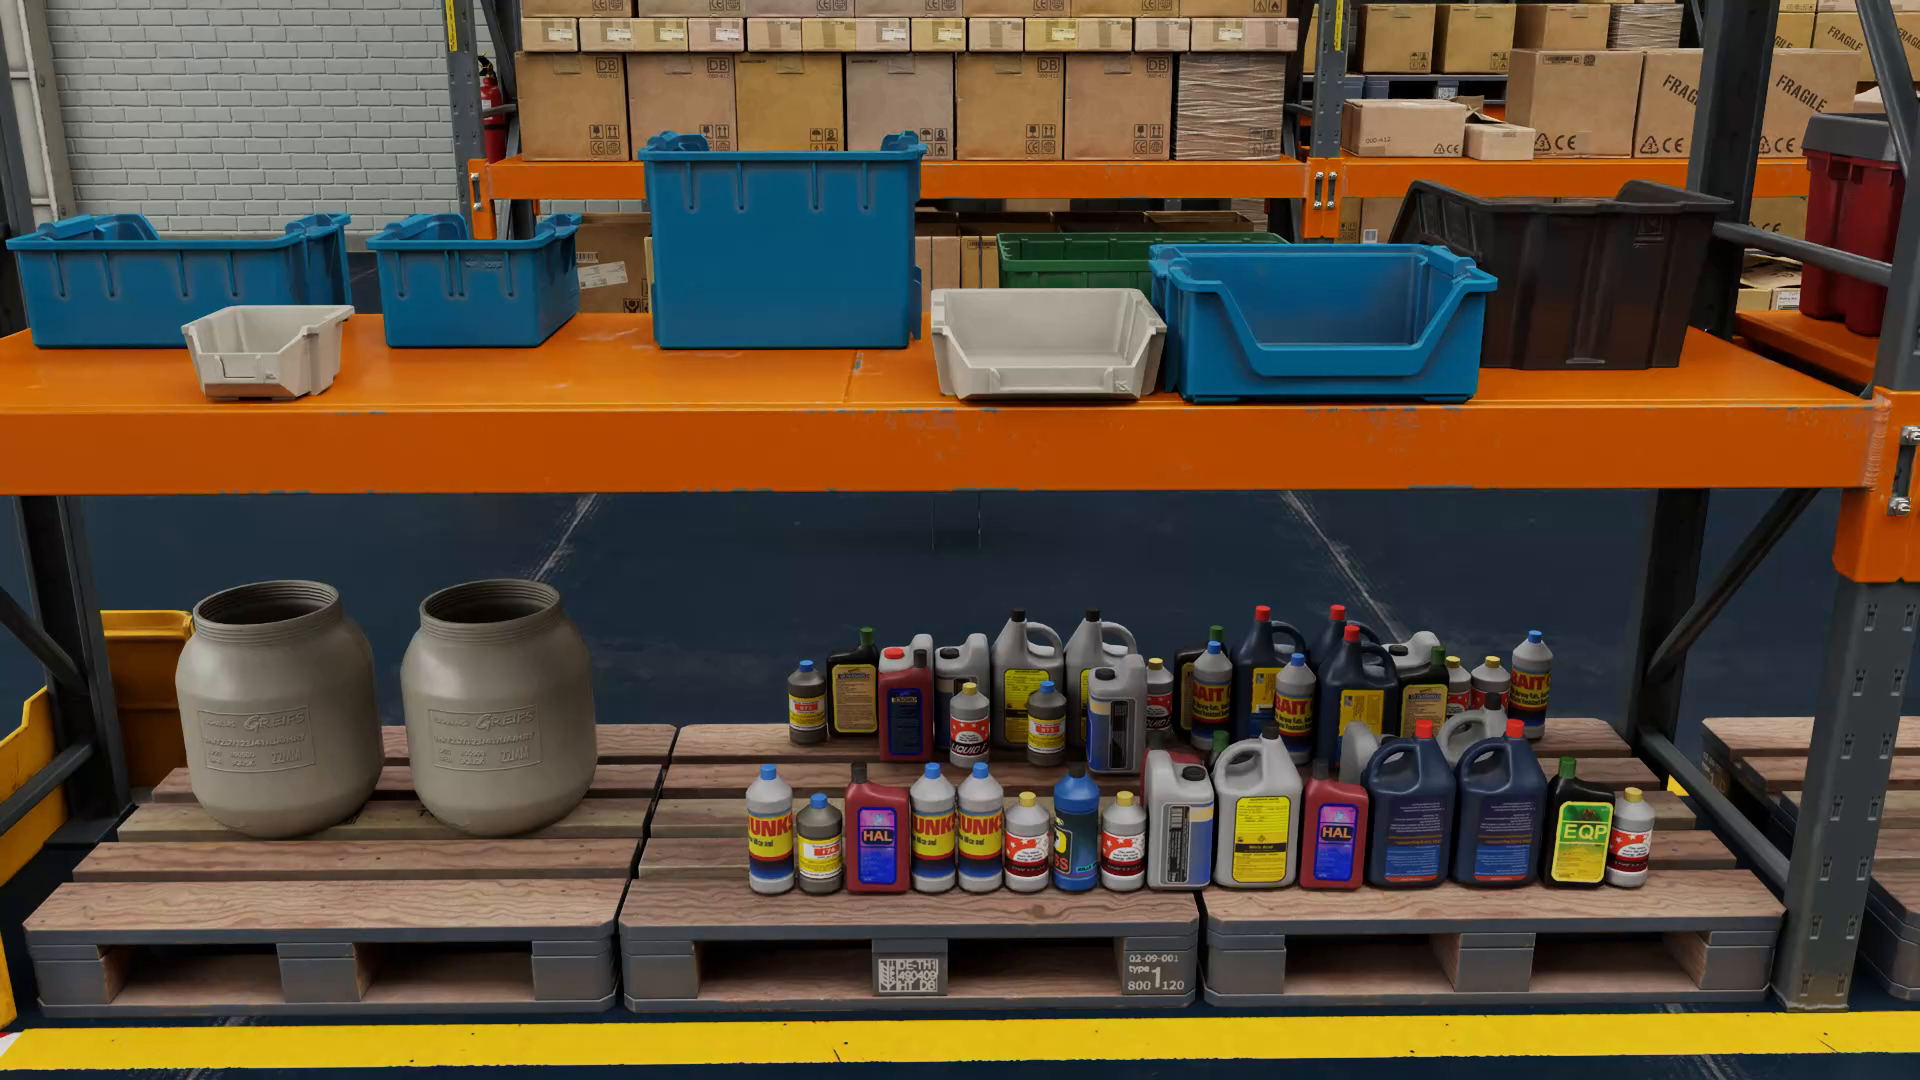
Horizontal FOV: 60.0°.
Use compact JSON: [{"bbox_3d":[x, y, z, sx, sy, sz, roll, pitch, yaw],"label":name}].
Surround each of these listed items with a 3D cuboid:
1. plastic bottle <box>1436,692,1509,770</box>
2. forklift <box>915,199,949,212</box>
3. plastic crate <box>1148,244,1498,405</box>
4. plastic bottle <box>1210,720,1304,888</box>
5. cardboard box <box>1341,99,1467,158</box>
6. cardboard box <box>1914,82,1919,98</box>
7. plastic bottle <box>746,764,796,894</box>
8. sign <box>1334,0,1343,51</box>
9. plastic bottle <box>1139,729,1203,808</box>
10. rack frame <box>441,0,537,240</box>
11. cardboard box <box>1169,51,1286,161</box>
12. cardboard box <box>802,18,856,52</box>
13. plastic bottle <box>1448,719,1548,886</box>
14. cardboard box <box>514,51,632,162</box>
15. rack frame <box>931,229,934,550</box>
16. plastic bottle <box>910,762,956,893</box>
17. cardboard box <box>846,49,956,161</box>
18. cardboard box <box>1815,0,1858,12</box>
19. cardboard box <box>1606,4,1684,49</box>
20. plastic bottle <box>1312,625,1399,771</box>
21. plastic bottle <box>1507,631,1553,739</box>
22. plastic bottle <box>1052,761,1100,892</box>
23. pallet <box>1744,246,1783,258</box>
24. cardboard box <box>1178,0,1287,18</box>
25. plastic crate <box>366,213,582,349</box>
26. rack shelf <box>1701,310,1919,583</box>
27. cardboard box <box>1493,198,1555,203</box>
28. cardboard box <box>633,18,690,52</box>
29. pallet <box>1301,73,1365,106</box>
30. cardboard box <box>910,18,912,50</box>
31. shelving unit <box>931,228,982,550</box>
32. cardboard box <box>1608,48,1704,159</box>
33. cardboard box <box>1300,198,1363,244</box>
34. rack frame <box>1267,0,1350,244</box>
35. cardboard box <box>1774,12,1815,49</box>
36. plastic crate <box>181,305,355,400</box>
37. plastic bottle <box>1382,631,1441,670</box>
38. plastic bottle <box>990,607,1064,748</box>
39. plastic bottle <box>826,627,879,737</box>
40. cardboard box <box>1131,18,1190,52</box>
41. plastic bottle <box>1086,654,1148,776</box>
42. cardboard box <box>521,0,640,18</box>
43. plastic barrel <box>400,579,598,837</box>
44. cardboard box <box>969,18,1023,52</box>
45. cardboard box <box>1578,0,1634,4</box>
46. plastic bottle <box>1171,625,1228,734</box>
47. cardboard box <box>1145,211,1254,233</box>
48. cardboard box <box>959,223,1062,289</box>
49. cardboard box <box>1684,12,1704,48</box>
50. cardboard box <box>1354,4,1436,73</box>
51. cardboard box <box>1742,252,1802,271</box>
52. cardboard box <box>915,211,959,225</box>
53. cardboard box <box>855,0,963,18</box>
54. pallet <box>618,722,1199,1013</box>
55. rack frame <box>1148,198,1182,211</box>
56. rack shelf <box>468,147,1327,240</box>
[{"bbox_3d":[1.140,0.505,3.678,0.185,0.351,0.144,0,18,-1],"label":"plastic bottle"},{"bbox_3d":[-0.381,-2.797,10.468,3.031,2.935,1.130,-1,18,-2],"label":"forklift"},{"bbox_3d":[0.680,-0.435,3.235,0.616,0.251,0.499,0,18,-1],"label":"plastic crate"},{"bbox_3d":[0.628,0.552,3.533,0.185,0.351,0.144,0,18,-1],"label":"plastic bottle"},{"bbox_3d":[2.199,-2.051,8.275,0.500,0.250,0.500,1,18,3],"label":"cardboard box"},{"bbox_3d":[7.244,-3.474,12.845,0.250,0.149,0.380,0,18,0],"label":"cardboard box"},{"bbox_3d":[-0.400,0.602,3.507,0.097,0.271,0.097,0,18,0],"label":"plastic bottle"},{"bbox_3d":[1.718,-2.387,7.531,0.005,0.325,0.100,0,18,-1],"label":"sign"},{"bbox_3d":[0.463,0.551,3.646,0.133,0.283,0.061,0,18,-1],"label":"plastic bottle"},{"bbox_3d":[-2.292,-2.087,8.143,0.127,3.000,1.000,0,18,-1],"label":"rack frame"},{"bbox_3d":[1.264,-2.150,8.175,0.500,0.500,0.700,-1,18,-2],"label":"cardboard box"},{"bbox_3d":[-0.609,-2.387,7.851,0.250,0.149,0.380,-1,18,-2],"label":"cardboard box"},{"bbox_3d":[1.142,0.549,3.541,0.185,0.351,0.144,-1,18,-2],"label":"plastic bottle"},{"bbox_3d":[-1.825,-2.133,8.123,0.500,0.500,0.700,0,18,-1],"label":"cardboard box"},{"bbox_3d":[-0.106,-0.571,6.363,0.006,1.200,0.240,0,18,-1],"label":"rack frame"},{"bbox_3d":[-0.057,0.600,3.512,0.097,0.271,0.097,0,18,0],"label":"plastic bottle"},{"bbox_3d":[-0.277,-2.141,8.149,0.500,0.500,0.700,0,18,1],"label":"cardboard box"},{"bbox_3d":[6.620,-4.121,12.572,0.500,0.250,0.500,-1,18,-2],"label":"cardboard box"},{"bbox_3d":[5.155,-3.890,12.881,0.500,0.500,0.700,-2,18,-7],"label":"cardboard box"},{"bbox_3d":[0.970,0.379,4.070,0.185,0.351,0.144,0,18,-1],"label":"plastic bottle"},{"bbox_3d":[1.456,0.364,4.249,0.097,0.271,0.097,0,18,0],"label":"plastic bottle"},{"bbox_3d":[0.245,0.599,3.517,0.097,0.271,0.097,0,18,0],"label":"plastic bottle"},{"bbox_3d":[6.414,-2.292,13.346,1.213,0.211,1.003,0,18,-1],"label":"pallet"},{"bbox_3d":[1.264,-2.768,7.977,0.500,0.500,0.700,0,18,-1],"label":"cardboard box"},{"bbox_3d":[-1.073,-0.599,3.747,0.408,0.251,0.499,0,18,-1],"label":"plastic crate"},{"bbox_3d":[3.782,-0.261,3.627,4.000,0.370,1.077,0,18,-1],"label":"rack shelf"},{"bbox_3d":[4.389,-2.672,13.337,0.500,0.500,0.700,0,18,-1],"label":"cardboard box"},{"bbox_3d":[-1.383,-2.383,7.839,0.250,0.149,0.380,0,18,-1],"label":"cardboard box"},{"bbox_3d":[2.392,-3.487,12.822,1.213,0.211,1.003,0,18,-1],"label":"pallet"},{"bbox_3d":[-0.362,-2.512,8.241,0.250,0.149,0.380,-1,18,-2],"label":"cardboard box"},{"bbox_3d":[-0.014,-0.571,6.364,0.189,1.200,0.258,0,18,-1],"label":"shelving unit"},{"bbox_3d":[3.503,-2.158,8.200,0.500,0.500,0.500,0,18,-1],"label":"cardboard box"},{"bbox_3d":[2.877,-2.665,13.317,0.500,0.500,0.700,-1,18,-2],"label":"cardboard box"},{"bbox_3d":[1.707,-2.106,8.203,0.127,3.000,1.000,0,18,-1],"label":"rack frame"},{"bbox_3d":[6.115,-3.762,12.680,0.500,0.500,0.500,0,18,1],"label":"cardboard box"},{"bbox_3d":[-1.318,-0.355,3.175,0.250,0.136,0.298,0,18,-1],"label":"plastic crate"},{"bbox_3d":[1.133,0.371,4.218,0.135,0.276,0.152,0,18,1],"label":"plastic bottle"},{"bbox_3d":[0.168,0.339,4.196,0.185,0.351,0.144,0,18,1],"label":"plastic bottle"},{"bbox_3d":[-0.272,0.361,4.239,0.133,0.283,0.061,0,18,0],"label":"plastic bottle"},{"bbox_3d":[0.930,-2.394,7.873,0.250,0.149,0.380,-1,18,-2],"label":"cardboard box"},{"bbox_3d":[0.382,0.419,4.069,0.135,0.276,0.152,0,18,-1],"label":"plastic bottle"},{"bbox_3d":[-1.772,-2.751,7.925,0.500,0.500,0.700,0,18,-1],"label":"cardboard box"},{"bbox_3d":[-1.060,0.381,3.833,0.421,0.512,0.421,0,18,0],"label":"plastic barrel"},{"bbox_3d":[0.169,-2.391,7.863,0.250,0.149,0.380,0,18,1],"label":"cardboard box"},{"bbox_3d":[4.959,-4.188,12.746,0.250,0.149,0.380,-3,18,-10],"label":"cardboard box"},{"bbox_3d":[0.614,0.356,4.252,0.133,0.283,0.061,1,18,2],"label":"plastic bottle"},{"bbox_3d":[1.239,-1.448,8.736,0.500,0.500,0.500,0,18,-1],"label":"cardboard box"},{"bbox_3d":[0.247,-1.283,8.222,0.500,0.500,0.500,0,18,-1],"label":"cardboard box"},{"bbox_3d":[6.093,-3.920,13.174,0.500,0.500,0.500,0,18,-1],"label":"cardboard box"},{"bbox_3d":[3.352,-3.882,12.854,0.500,0.500,0.700,2,18,7],"label":"cardboard box"},{"bbox_3d":[4.143,-1.364,8.784,0.500,0.311,0.500,-1,18,-2],"label":"cardboard box"},{"bbox_3d":[-0.261,-1.440,8.711,0.500,0.500,0.500,0,18,-1],"label":"cardboard box"},{"bbox_3d":[-0.242,-2.760,7.955,0.500,0.500,0.700,0,18,-1],"label":"cardboard box"},{"bbox_3d":[-0.113,0.731,3.922,1.213,0.211,1.003,0,18,-1],"label":"pallet"},{"bbox_3d":[1.625,-3.619,12.920,0.127,3.000,1.000,0,18,-1],"label":"rack frame"},{"bbox_3d":[-0.292,-1.754,8.283,4.000,0.370,1.077,0,18,-1],"label":"rack shelf"}]
